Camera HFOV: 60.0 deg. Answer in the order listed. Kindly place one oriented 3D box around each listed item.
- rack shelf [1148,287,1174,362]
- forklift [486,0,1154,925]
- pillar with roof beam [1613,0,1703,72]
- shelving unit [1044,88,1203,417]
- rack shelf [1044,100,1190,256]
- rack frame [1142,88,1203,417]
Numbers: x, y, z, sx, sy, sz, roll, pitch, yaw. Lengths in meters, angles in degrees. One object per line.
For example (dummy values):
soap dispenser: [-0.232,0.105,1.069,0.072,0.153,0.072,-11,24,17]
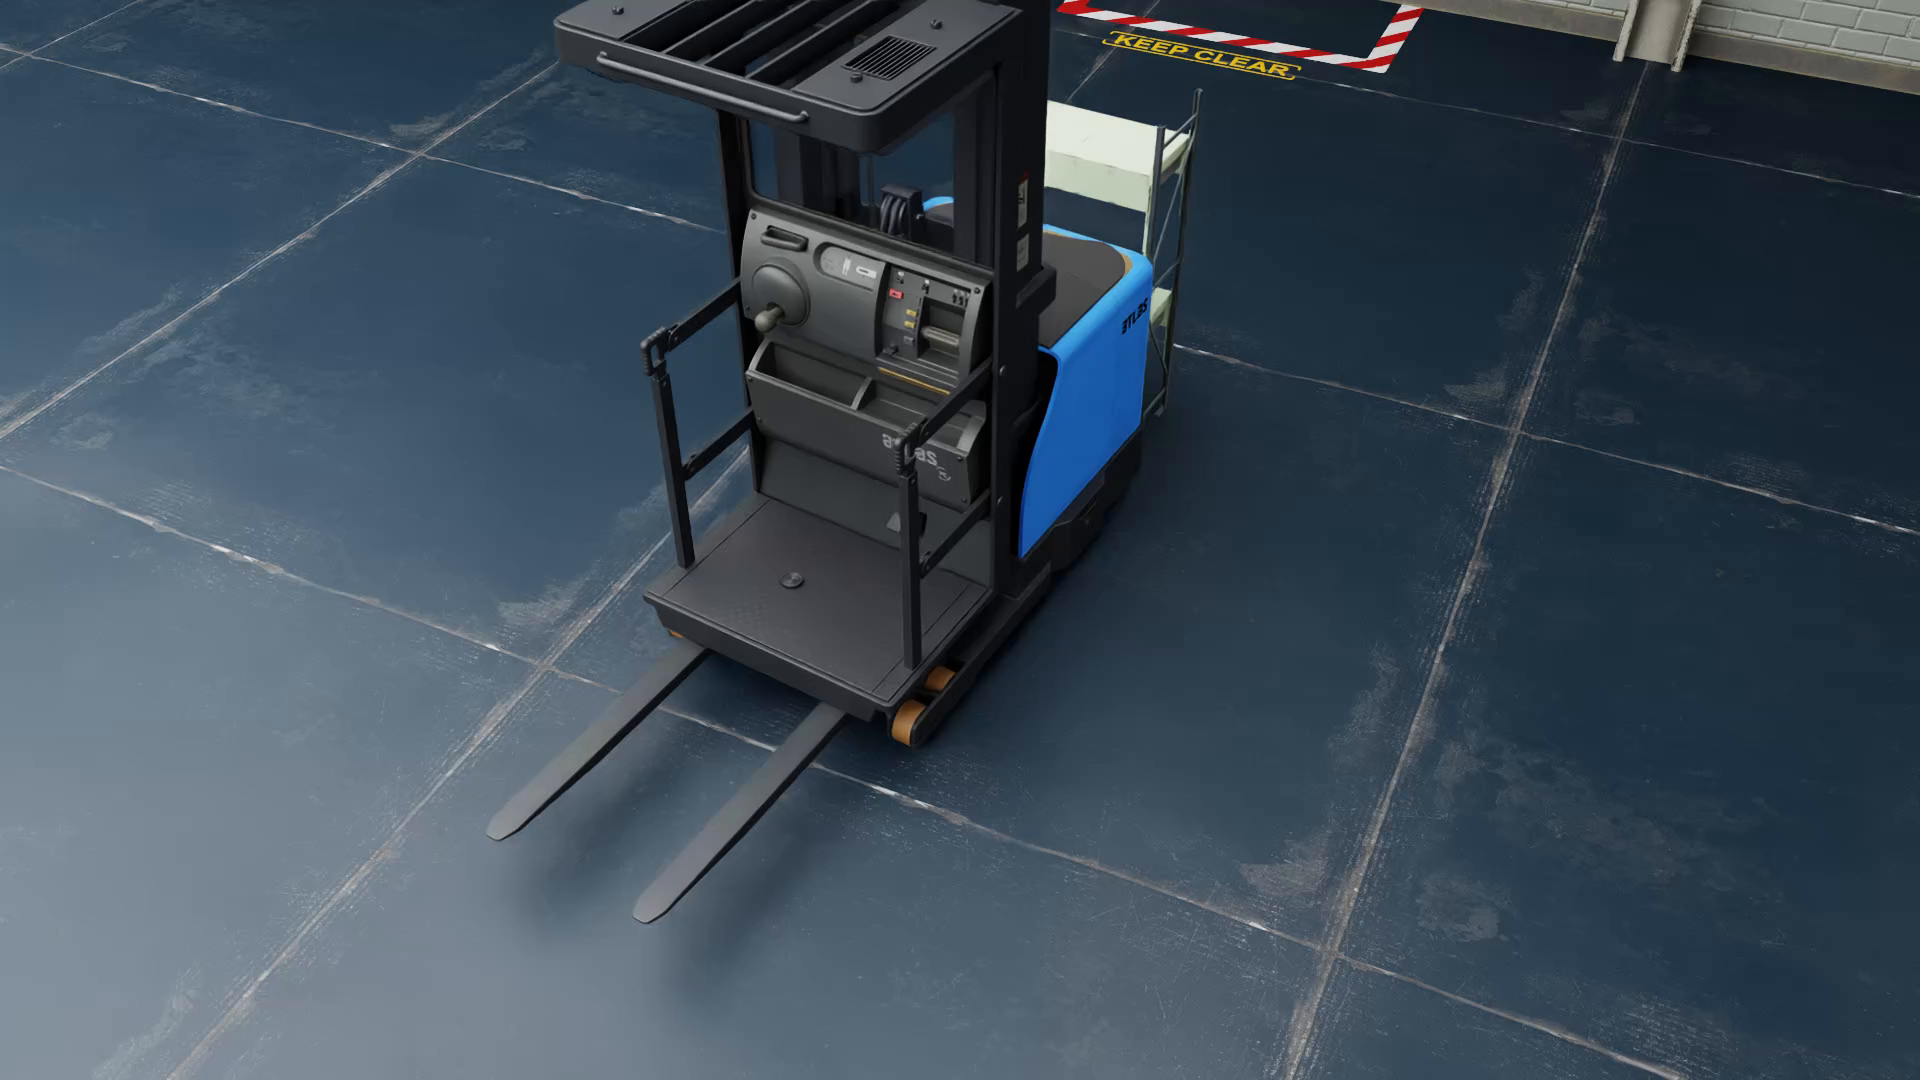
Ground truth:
rack shelf: [0.505,-0.934,7.168,0.720,0.370,0.431,20,43,21]
forklift: [-0.443,-0.727,5.351,1.130,2.935,3.031,22,46,23]
pillar with roof beam: [2.397,-3.805,4.269,0.400,9.000,9.100,17,44,19]
shelving unit: [0.511,-1.186,6.962,0.755,1.500,0.431,20,43,21]
rack shelf: [0.517,-1.489,6.715,0.720,0.370,0.431,20,43,21]
rack frame: [0.831,-1.070,6.828,0.023,1.500,0.400,20,43,21]
